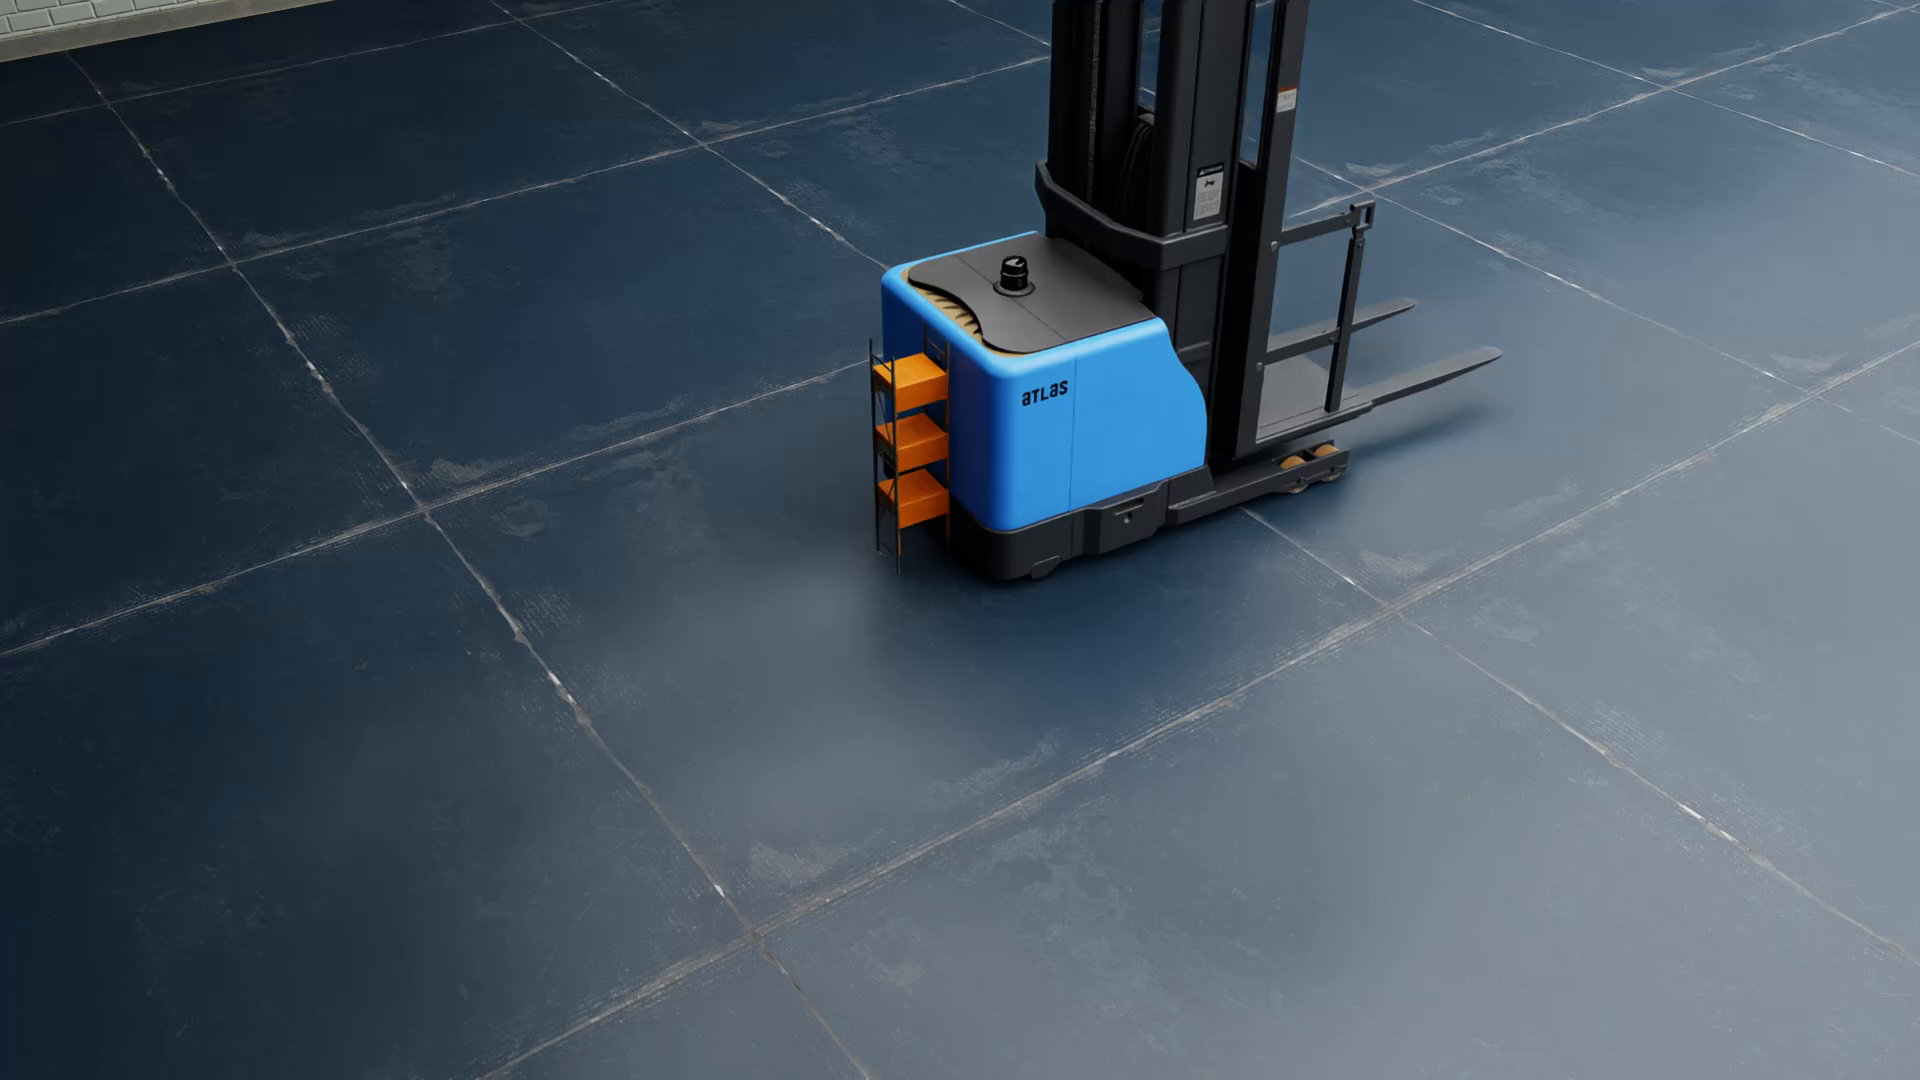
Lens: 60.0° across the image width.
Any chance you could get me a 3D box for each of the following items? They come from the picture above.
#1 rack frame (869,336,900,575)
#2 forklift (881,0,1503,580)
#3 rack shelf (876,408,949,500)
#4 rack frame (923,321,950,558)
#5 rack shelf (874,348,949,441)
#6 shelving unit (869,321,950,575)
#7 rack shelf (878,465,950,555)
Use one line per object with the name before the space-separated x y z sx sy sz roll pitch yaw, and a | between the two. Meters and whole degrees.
rack frame | -0.306 -0.329 6.808 0.008 1.050 0.200 -19 40 -24
forklift | 1.186 -1.650 7.033 3.031 2.935 1.130 -19 40 -24
rack shelf | -0.201 -0.356 6.864 0.240 0.259 0.215 -19 40 -24
rack frame | -0.095 -0.400 6.907 0.008 1.050 0.200 -19 40 -24
rack shelf | -0.201 -0.586 6.698 0.240 0.259 0.215 -19 40 -24
shelving unit | -0.201 -0.364 6.857 0.252 1.050 0.215 -19 40 -24
rack shelf | -0.201 -0.130 7.026 0.240 0.259 0.215 -19 40 -24
